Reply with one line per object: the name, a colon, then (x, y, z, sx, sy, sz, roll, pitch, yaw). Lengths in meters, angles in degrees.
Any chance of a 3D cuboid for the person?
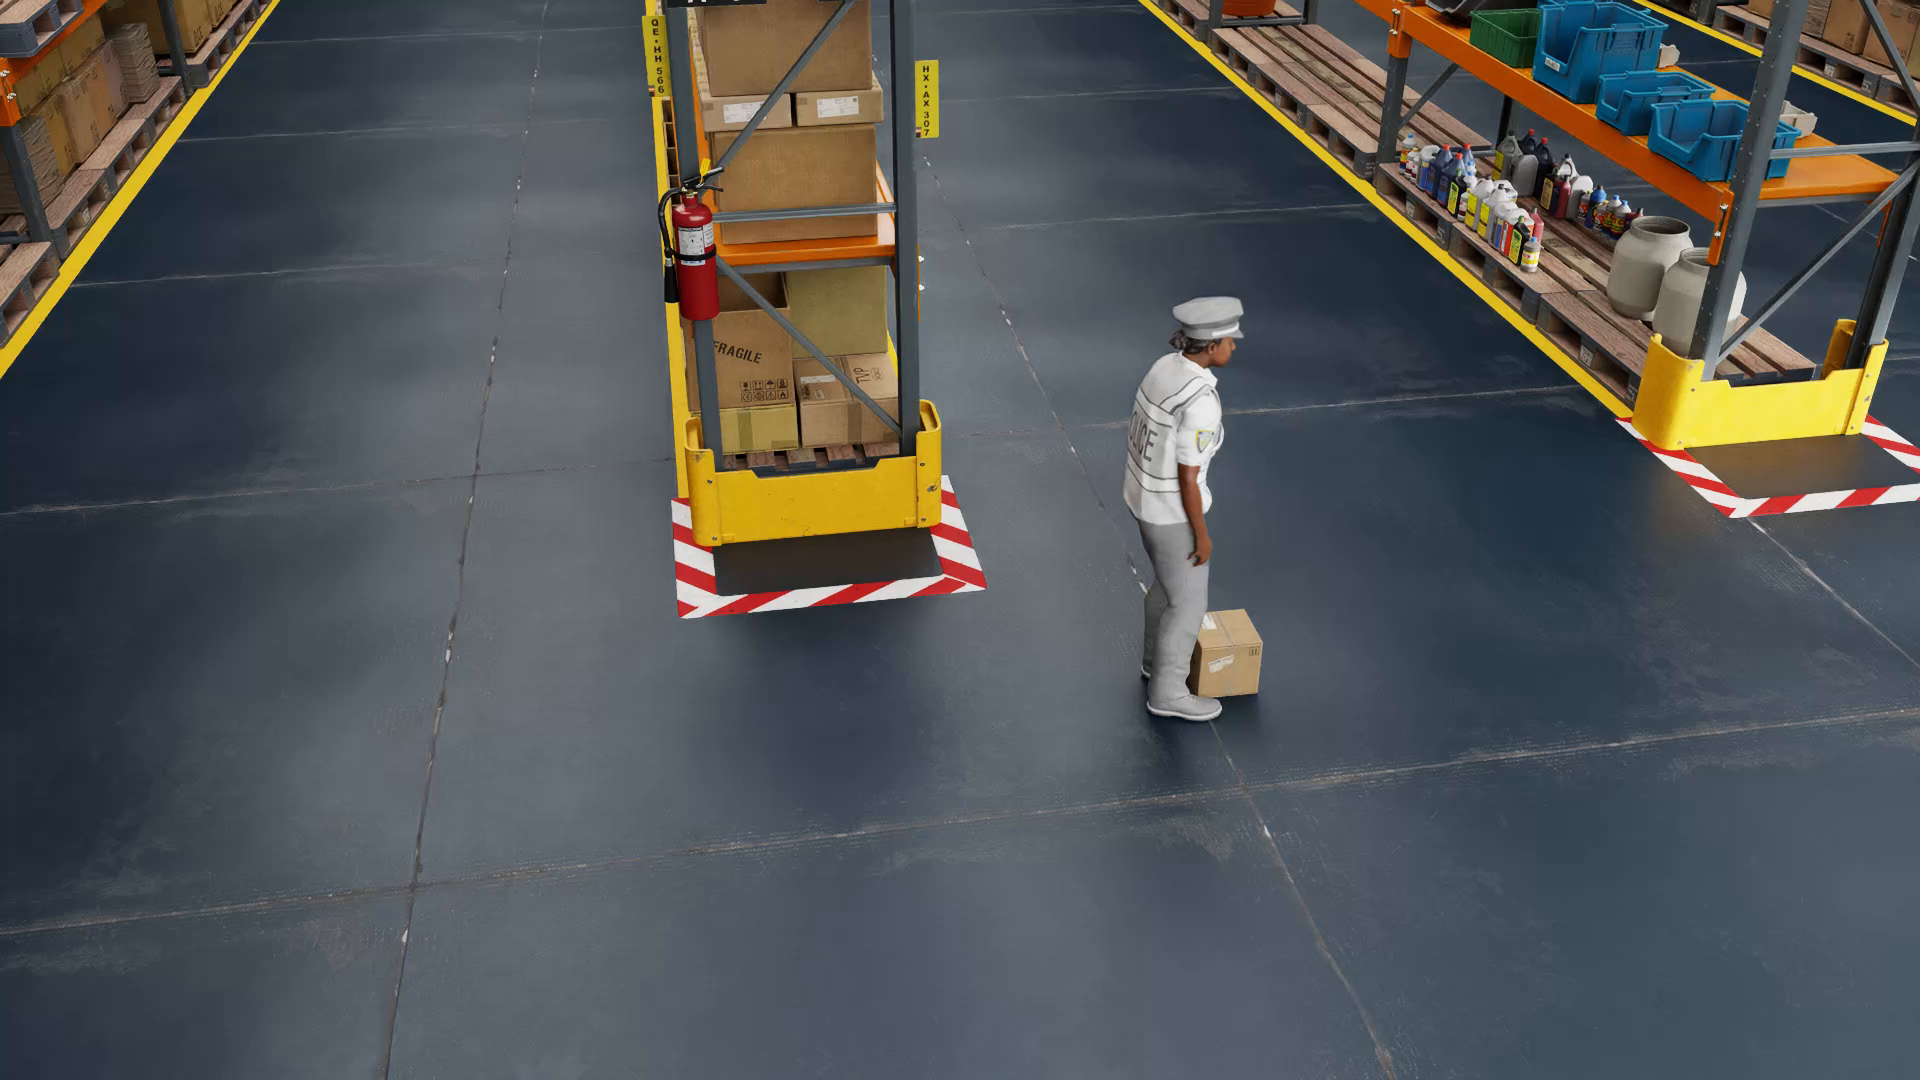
person: (0.843, -0.116, 6.329, 0.417, 1.657, 0.514, -6, 31, -9)
